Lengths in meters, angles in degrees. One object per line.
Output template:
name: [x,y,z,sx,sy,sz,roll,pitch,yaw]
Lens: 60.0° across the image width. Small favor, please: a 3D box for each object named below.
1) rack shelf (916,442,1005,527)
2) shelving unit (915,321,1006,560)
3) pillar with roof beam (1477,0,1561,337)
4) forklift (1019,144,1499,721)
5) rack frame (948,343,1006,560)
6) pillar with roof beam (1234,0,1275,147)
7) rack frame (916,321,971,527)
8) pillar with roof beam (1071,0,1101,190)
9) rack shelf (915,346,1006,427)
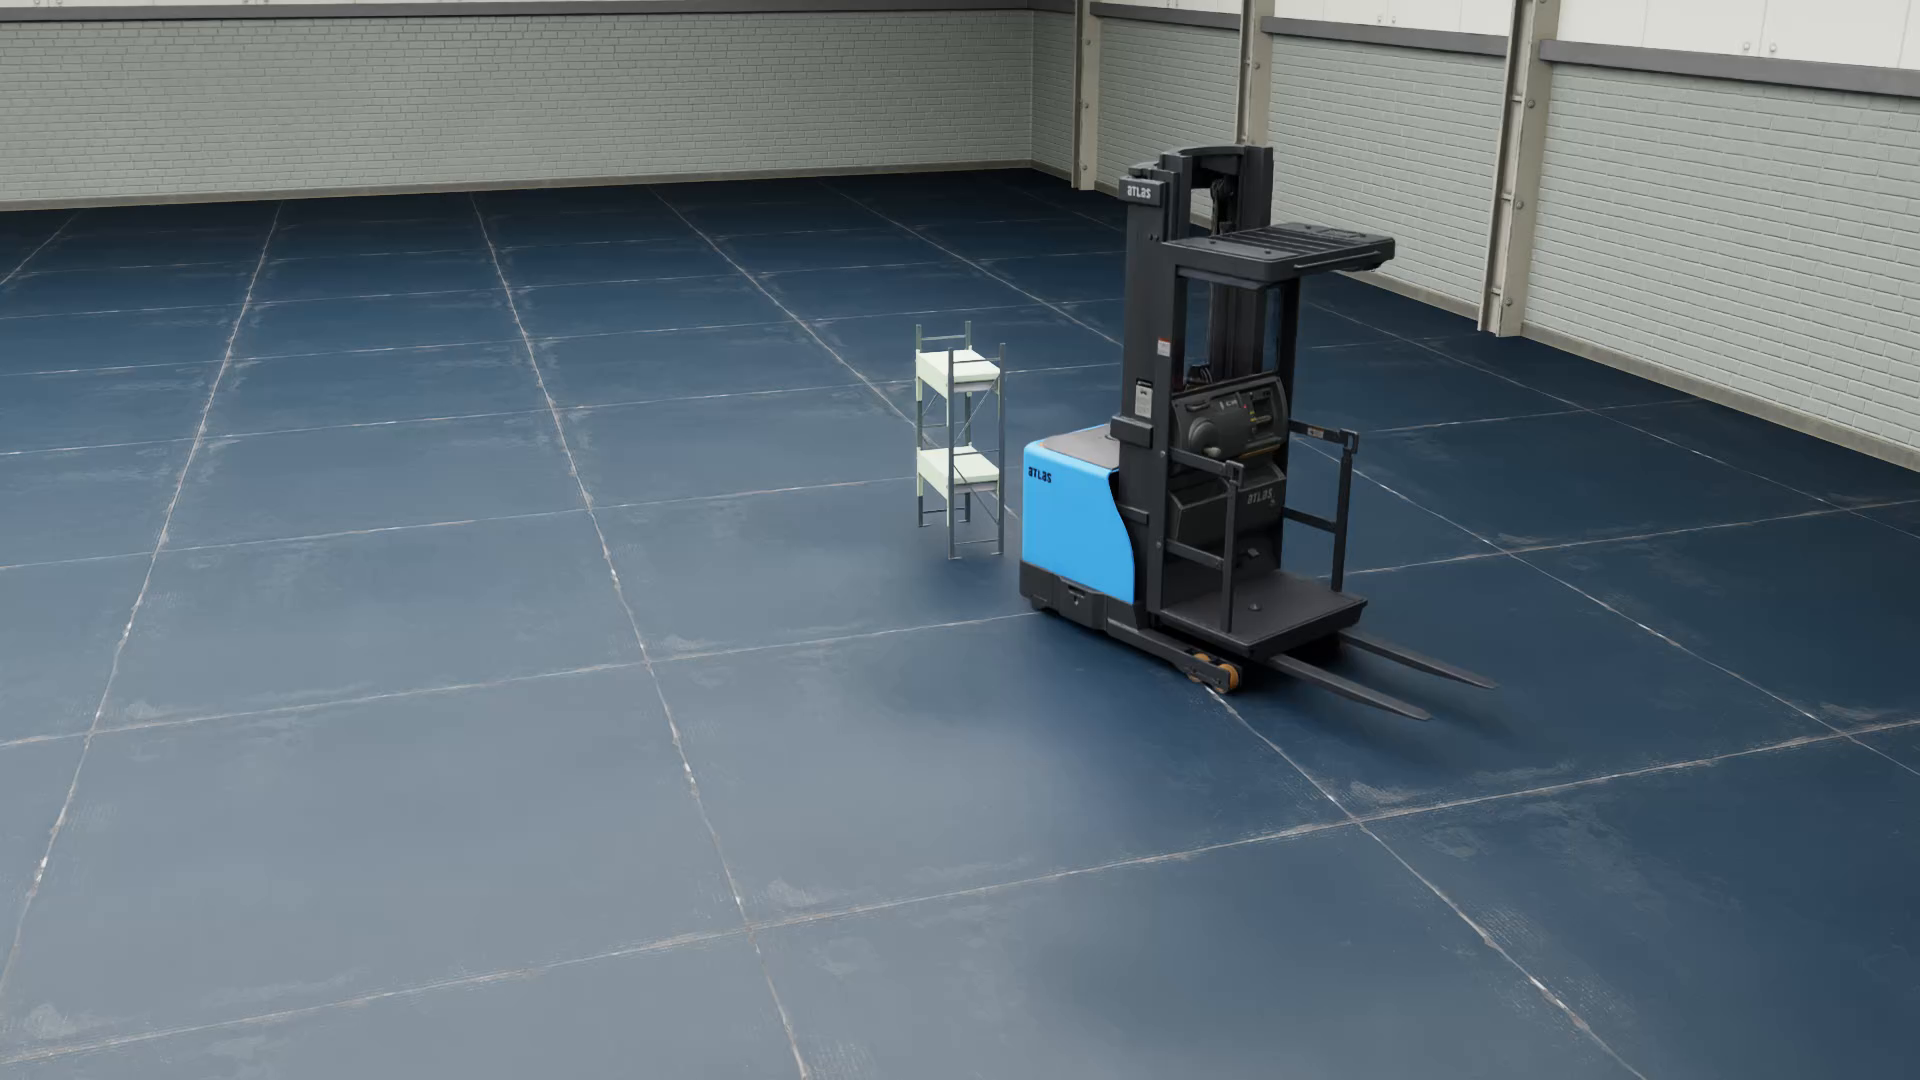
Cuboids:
rack shelf: [-0.002,-0.401,11.779,0.431,0.370,0.720,-6,21,-17]
shelving unit: [-0.002,-0.708,11.669,0.431,1.500,0.755,-6,21,-17]
pillar with roof beam: [1.840,-6.057,15.468,9.100,9.000,0.400,-6,21,-17]
forklift: [1.712,-0.697,9.521,1.130,2.935,3.031,-16,25,-37]
rack frame: [0.113,-0.591,11.342,0.400,1.500,0.023,-6,21,-17]
pillar with roof beam: [-0.046,-7.983,20.829,9.100,9.000,0.400,-6,21,-17]
rack frame: [-0.117,-0.825,11.996,0.400,1.500,0.023,-6,21,-17]
pillar with roof beam: [-1.931,-9.908,26.190,9.100,9.000,0.400,-6,21,-17]
rack shelf: [-0.002,-1.075,11.537,0.431,0.370,0.720,-6,21,-17]
